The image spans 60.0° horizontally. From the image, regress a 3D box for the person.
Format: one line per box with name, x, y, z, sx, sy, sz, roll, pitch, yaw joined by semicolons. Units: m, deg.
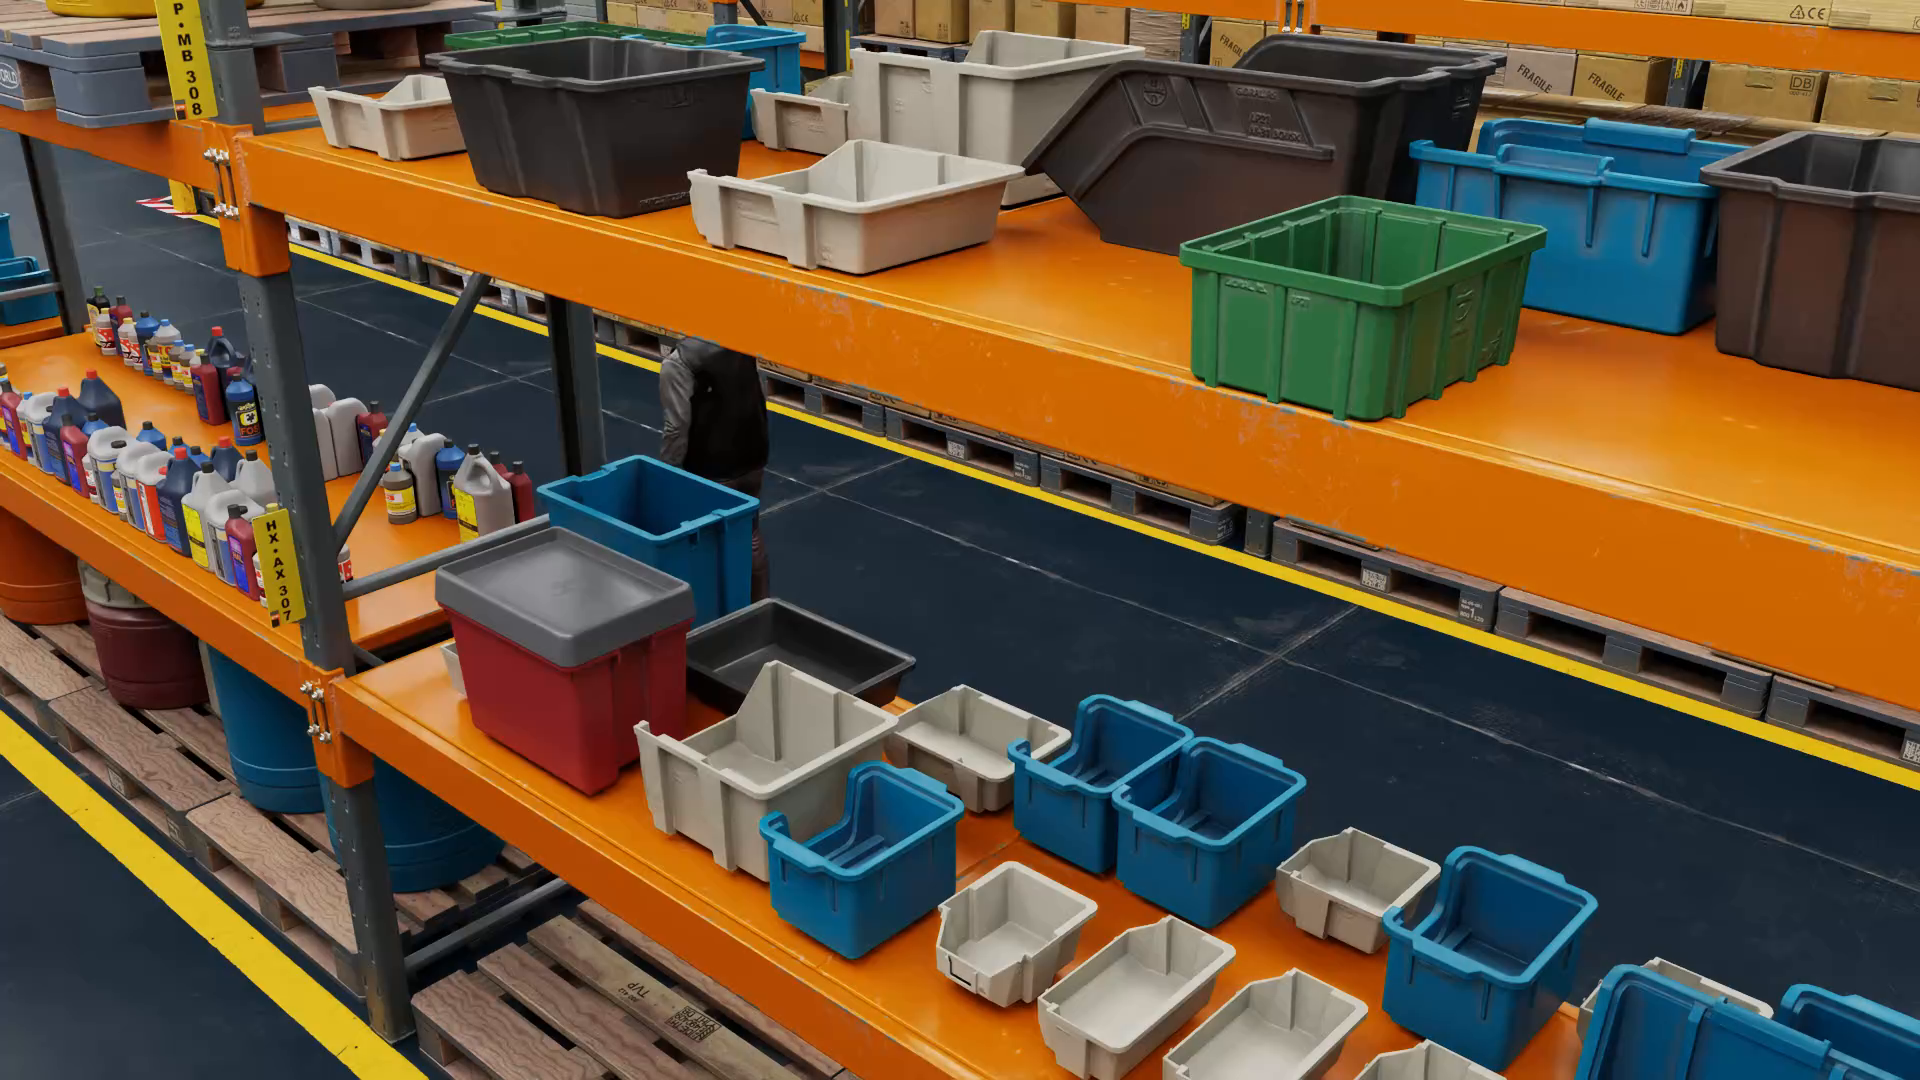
person;-1.071;-0.284;7.400;0.414;1.620;0.593;18;30;35
